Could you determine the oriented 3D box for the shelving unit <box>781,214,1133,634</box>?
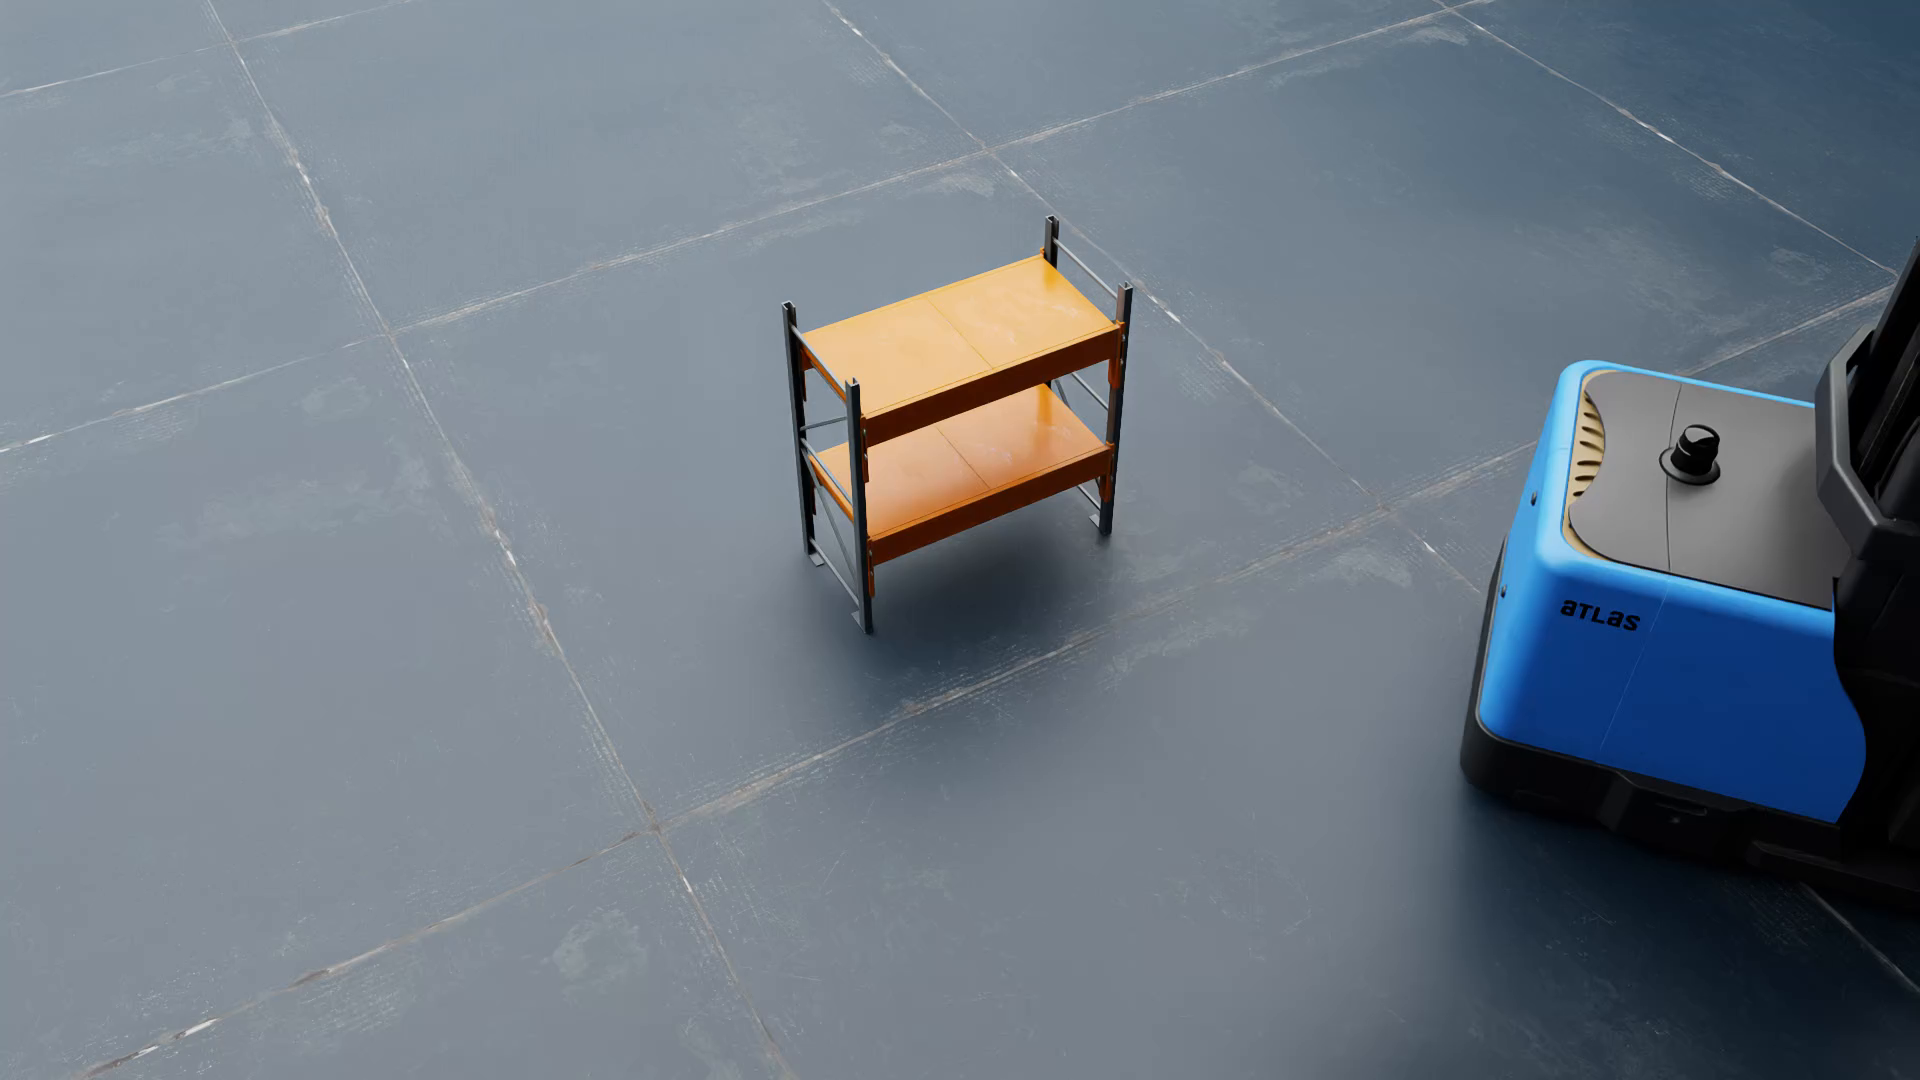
[{"bbox_3d":[-0.006,-0.401,5.856,1.048,1.125,0.538,-22,48,-21],"label":"shelving unit"}]

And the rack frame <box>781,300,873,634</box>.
[{"bbox_3d":[-0.447,-0.225,5.674,0.032,1.125,0.500,-22,48,-21],"label":"rack frame"}]

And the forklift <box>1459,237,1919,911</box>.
[{"bbox_3d":[3.196,-0.216,4.368,3.031,2.935,1.130,14,46,14],"label":"forklift"}]

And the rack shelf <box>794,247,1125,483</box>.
[{"bbox_3d":[-0.006,-0.611,5.652,1.000,0.278,0.538,-22,48,-21],"label":"rack shelf"}]

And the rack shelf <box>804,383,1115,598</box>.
[{"bbox_3d":[-0.006,-0.226,6.026,1.000,0.278,0.538,-22,48,-21],"label":"rack shelf"}]

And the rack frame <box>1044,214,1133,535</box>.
[{"bbox_3d":[0.435,-0.578,6.038,0.032,1.125,0.500,-22,48,-21],"label":"rack frame"}]
